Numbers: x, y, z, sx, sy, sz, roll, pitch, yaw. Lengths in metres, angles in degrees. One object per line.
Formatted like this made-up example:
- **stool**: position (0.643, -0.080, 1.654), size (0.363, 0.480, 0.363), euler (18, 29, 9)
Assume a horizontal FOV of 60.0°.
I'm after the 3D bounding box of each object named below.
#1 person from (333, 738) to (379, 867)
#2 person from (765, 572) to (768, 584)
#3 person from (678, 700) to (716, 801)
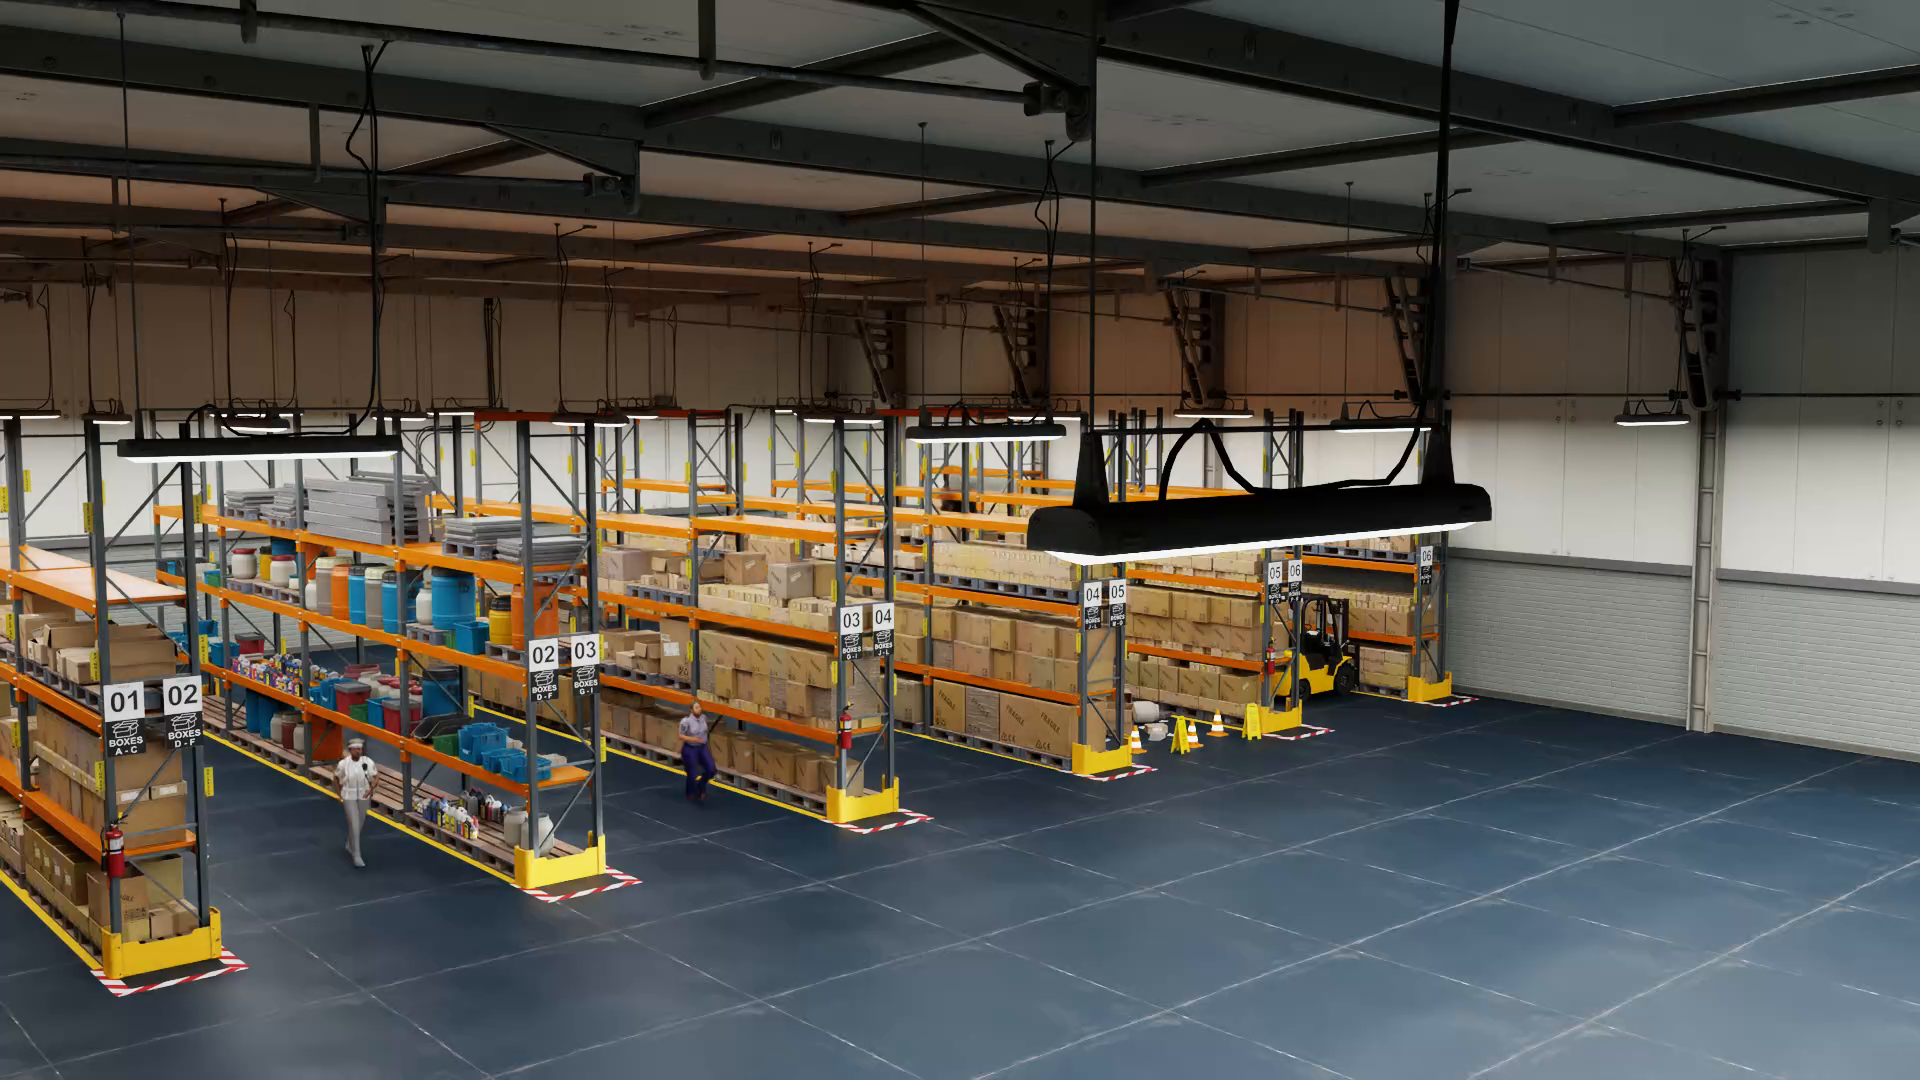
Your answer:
- **person**: position (-8.151, 3.495, 22.498), size (0.577, 1.683, 0.865), euler (-3, 6, -30)
- **person**: position (-5.063, 1.609, 44.620), size (0.713, 1.641, 0.659), euler (0, 5, 2)
- **person**: position (-4.074, 3.265, 25.682), size (0.599, 1.602, 0.645), euler (-4, 6, -39)
